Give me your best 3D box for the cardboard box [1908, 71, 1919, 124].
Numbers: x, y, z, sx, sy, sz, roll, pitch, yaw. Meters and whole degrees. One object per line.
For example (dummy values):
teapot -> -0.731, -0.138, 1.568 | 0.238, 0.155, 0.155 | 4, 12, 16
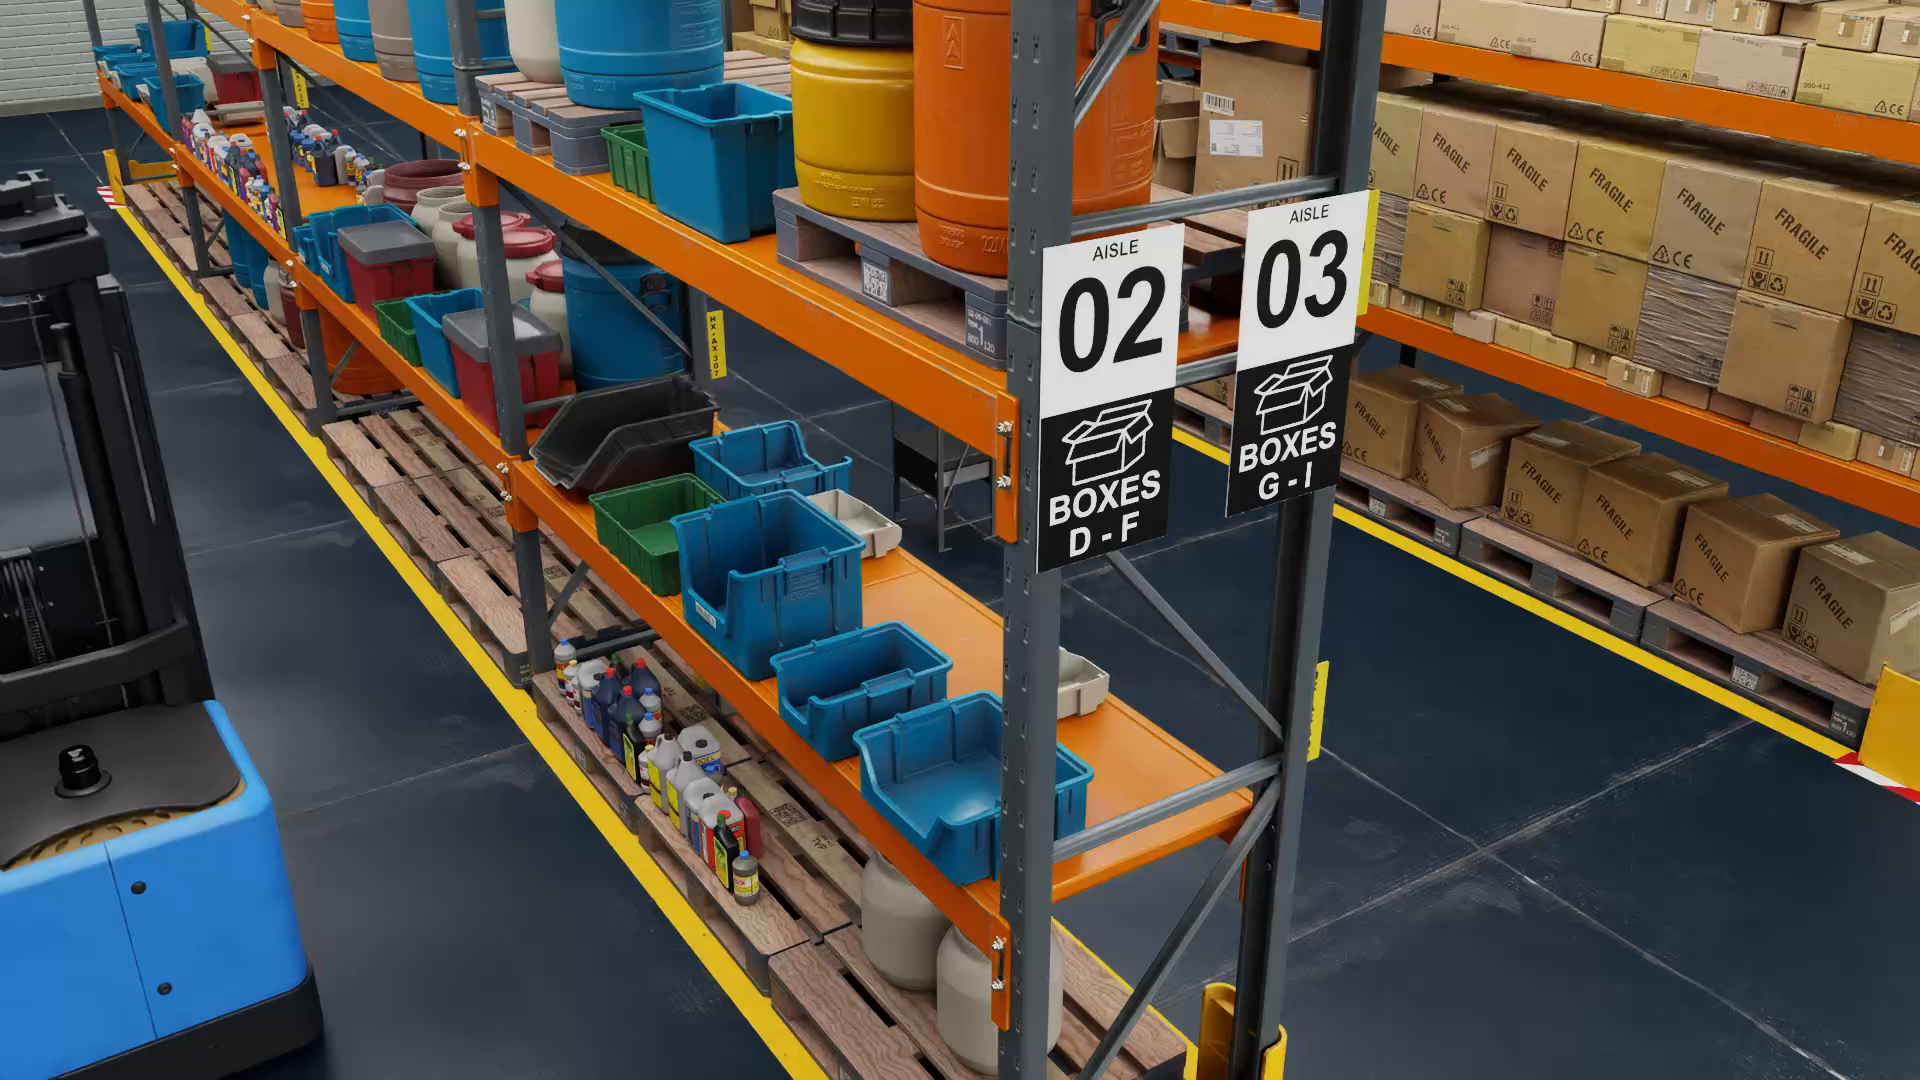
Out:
cardboard box -> 4.231, -1.797, 6.706 | 0.500, 0.250, 0.500 | -15, 29, -28

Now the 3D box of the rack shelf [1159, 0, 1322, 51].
rack shelf -> 1.431, -3.573, 11.133 | 1.077, 0.370, 4.000 | -16, 29, -30

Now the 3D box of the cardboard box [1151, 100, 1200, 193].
cardboard box -> 1.499, -2.661, 11.261 | 0.797, 0.503, 0.637 | -12, 28, -24

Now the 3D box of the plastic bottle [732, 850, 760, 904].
plastic bottle -> -0.813, 1.270, 6.308 | 0.097, 0.201, 0.097 | 0, 25, 0

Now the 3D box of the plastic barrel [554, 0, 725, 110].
plastic barrel -> -1.173, -2.064, 6.016 | 0.600, 0.901, 0.708 | -16, 29, -30

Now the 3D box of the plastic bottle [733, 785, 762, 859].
plastic bottle -> -0.839, 1.112, 6.548 | 0.061, 0.283, 0.133 | -16, 29, -30

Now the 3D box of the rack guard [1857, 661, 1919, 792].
rack guard -> 4.665, 0.708, 7.665 | 1.175, 0.500, 0.348 | -16, 29, -30

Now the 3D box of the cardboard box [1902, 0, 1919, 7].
cardboard box -> 4.360, -2.308, 7.320 | 0.380, 0.149, 0.250 | -14, 29, -28

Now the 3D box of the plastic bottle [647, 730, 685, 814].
plastic bottle -> -1.199, 0.932, 6.850 | 0.144, 0.351, 0.185 | -16, 30, -30

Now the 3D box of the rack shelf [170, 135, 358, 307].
rack shelf -> -4.902, -2.493, 12.359 | 1.077, 0.370, 4.000 | -16, 29, -30

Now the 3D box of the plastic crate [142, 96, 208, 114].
plastic crate -> -6.830, -3.774, 14.482 | 0.437, 0.125, 0.590 | -16, 29, -30

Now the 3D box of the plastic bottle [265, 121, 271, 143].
plastic bottle -> -5.602, -3.342, 13.549 | 0.097, 0.201, 0.097 | 0, 25, 0

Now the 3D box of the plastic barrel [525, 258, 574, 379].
plastic barrel -> -1.965, -1.127, 8.464 | 0.433, 0.535, 0.433 | 0, 25, 0

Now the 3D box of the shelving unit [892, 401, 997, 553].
shelving unit -> -0.090, -1.009, 9.427 | 0.431, 2.100, 0.503 | -16, 29, -30

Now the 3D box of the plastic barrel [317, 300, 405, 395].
plastic barrel -> -4.092, -1.482, 11.426 | 0.600, 0.830, 0.708 | -16, 29, -30

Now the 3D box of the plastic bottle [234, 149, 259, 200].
plastic bottle -> -5.065, -2.601, 11.804 | 0.144, 0.351, 0.185 | -16, 29, -30

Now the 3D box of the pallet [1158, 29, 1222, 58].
pallet -> 2.662, -5.413, 17.928 | 1.003, 0.211, 1.213 | -16, 29, -30

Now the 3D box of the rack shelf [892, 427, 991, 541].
rack shelf -> -0.090, -0.363, 9.732 | 0.431, 0.518, 0.480 | -16, 29, -30

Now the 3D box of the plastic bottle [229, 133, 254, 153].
plastic bottle -> -5.428, -2.927, 12.582 | 0.152, 0.276, 0.135 | -16, 29, -30

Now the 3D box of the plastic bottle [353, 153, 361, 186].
plastic bottle -> -4.321, -2.653, 12.007 | 0.097, 0.271, 0.097 | 0, 25, 0

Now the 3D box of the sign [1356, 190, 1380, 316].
sign -> 1.020, -0.728, 4.255 | 0.100, 0.325, 0.005 | -16, 29, -30

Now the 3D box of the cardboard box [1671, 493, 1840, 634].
cardboard box -> 4.025, 0.112, 8.436 | 0.500, 0.500, 0.500 | -8, 26, -16

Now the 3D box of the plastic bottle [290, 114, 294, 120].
plastic bottle -> -5.309, -3.281, 13.332 | 0.152, 0.276, 0.135 | -16, 29, -30

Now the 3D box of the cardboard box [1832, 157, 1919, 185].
cardboard box -> 4.368, -1.468, 7.709 | 0.500, 0.500, 0.500 | -16, 29, -30

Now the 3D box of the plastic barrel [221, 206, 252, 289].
plastic barrel -> -5.711, -2.576, 13.659 | 0.600, 0.901, 0.708 | -16, 29, -30

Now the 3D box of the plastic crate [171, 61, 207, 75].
plastic crate -> -7.435, -4.515, 16.040 | 0.396, 0.136, 0.243 | -16, 29, -30

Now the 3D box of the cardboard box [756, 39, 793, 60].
cardboard box -> -1.527, -4.330, 15.292 | 0.500, 0.500, 0.500 | -15, 29, -29

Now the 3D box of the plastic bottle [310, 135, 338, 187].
plastic bottle -> -4.671, -2.781, 12.185 | 0.144, 0.351, 0.185 | -16, 29, -30

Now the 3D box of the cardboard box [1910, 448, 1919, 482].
cardboard box -> 4.378, -0.336, 7.242 | 0.380, 0.149, 0.250 | -16, 29, -30

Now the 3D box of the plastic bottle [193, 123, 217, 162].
plastic bottle -> -5.861, -3.092, 12.932 | 0.152, 0.276, 0.135 | -16, 29, -30

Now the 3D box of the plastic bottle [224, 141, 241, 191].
plastic bottle -> -5.238, -2.715, 12.045 | 0.144, 0.351, 0.185 | -16, 29, -30

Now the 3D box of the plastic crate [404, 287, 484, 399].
plastic crate -> -2.490, -0.987, 8.345 | 0.392, 0.384, 0.575 | -16, 29, -30

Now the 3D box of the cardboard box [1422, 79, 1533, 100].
cardboard box -> 2.999, -2.361, 9.601 | 0.500, 0.500, 0.500 | -16, 29, -30

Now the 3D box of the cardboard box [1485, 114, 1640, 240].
cardboard box -> 3.102, -1.880, 8.583 | 0.500, 0.500, 0.500 | -16, 29, -30

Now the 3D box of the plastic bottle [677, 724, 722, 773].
plastic bottle -> -1.088, 0.922, 6.958 | 0.152, 0.276, 0.135 | -16, 29, -30

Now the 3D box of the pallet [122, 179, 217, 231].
pallet -> -7.760, -3.399, 16.703 | 1.003, 0.211, 1.213 | -16, 29, -30

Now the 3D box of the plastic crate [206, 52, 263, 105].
plastic crate -> -6.271, -3.967, 14.495 | 0.402, 0.464, 0.583 | -16, 29, -30

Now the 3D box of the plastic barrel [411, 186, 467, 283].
plastic barrel -> -3.070, -1.835, 9.993 | 0.421, 0.512, 0.421 | 0, 25, 0

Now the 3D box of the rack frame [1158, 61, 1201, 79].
rack frame -> 2.367, -5.807, 18.538 | 1.000, 3.000, 0.127 | -16, 29, -30

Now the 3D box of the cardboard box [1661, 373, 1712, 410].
cardboard box -> 3.682, -0.779, 8.181 | 0.380, 0.149, 0.250 | -16, 29, -30

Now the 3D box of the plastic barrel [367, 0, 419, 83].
plastic barrel -> -2.443, -2.620, 7.686 | 0.600, 0.901, 0.600 | 0, 25, 0

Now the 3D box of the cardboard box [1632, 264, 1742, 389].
cardboard box -> 3.819, -1.118, 8.139 | 0.875, 0.500, 0.500 | -16, 29, -30

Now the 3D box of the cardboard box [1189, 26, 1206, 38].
cardboard box -> 2.622, -5.357, 17.387 | 0.380, 0.149, 0.250 | -15, 29, -29

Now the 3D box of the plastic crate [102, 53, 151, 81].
plastic crate -> -7.959, -4.515, 15.926 | 0.416, 0.233, 0.300 | -16, 29, -30

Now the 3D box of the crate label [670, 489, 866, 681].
crate label -> -0.675, 0.147, 5.883 | 0.502, 0.435, 0.616 | -16, 29, -30

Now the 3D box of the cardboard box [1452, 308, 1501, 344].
cardboard box -> 2.920, -1.204, 9.081 | 0.380, 0.149, 0.250 | -16, 29, -30

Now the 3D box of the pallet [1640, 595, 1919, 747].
pallet -> 4.251, 0.539, 8.360 | 1.003, 0.211, 1.213 | -16, 29, -30

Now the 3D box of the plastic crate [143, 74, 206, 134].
plastic crate -> -6.535, -3.641, 13.897 | 0.392, 0.384, 0.575 | -16, 29, -30

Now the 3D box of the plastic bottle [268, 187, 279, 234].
plastic bottle -> -4.515, -2.178, 10.986 | 0.061, 0.283, 0.133 | -16, 29, -30

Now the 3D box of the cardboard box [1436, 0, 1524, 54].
cardboard box -> 2.847, -2.706, 8.631 | 0.500, 0.250, 0.500 | -16, 30, -30

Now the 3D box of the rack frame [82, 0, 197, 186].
rack frame -> -8.178, -4.964, 16.752 | 1.000, 3.000, 0.127 | -16, 29, -30

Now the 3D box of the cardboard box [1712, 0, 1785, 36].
cardboard box -> 3.589, -2.358, 7.426 | 0.380, 0.149, 0.250 | -17, 30, -32

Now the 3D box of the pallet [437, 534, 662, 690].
pallet -> -2.088, 0.317, 8.831 | 1.003, 0.211, 1.213 | -16, 29, -30

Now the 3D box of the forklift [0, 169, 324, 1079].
forklift -> -3.508, 0.083, 6.141 | 1.130, 2.935, 3.031 | -16, 30, -31

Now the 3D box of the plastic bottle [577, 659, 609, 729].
plastic bottle -> -1.621, 0.686, 7.458 | 0.152, 0.276, 0.135 | -14, 29, -28

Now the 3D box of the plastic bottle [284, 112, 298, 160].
plastic bottle -> -5.238, -3.159, 12.986 | 0.144, 0.351, 0.185 | -16, 29, -30

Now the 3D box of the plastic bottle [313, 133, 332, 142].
plastic bottle -> -4.833, -2.970, 12.672 | 0.152, 0.276, 0.135 | -16, 29, -30
